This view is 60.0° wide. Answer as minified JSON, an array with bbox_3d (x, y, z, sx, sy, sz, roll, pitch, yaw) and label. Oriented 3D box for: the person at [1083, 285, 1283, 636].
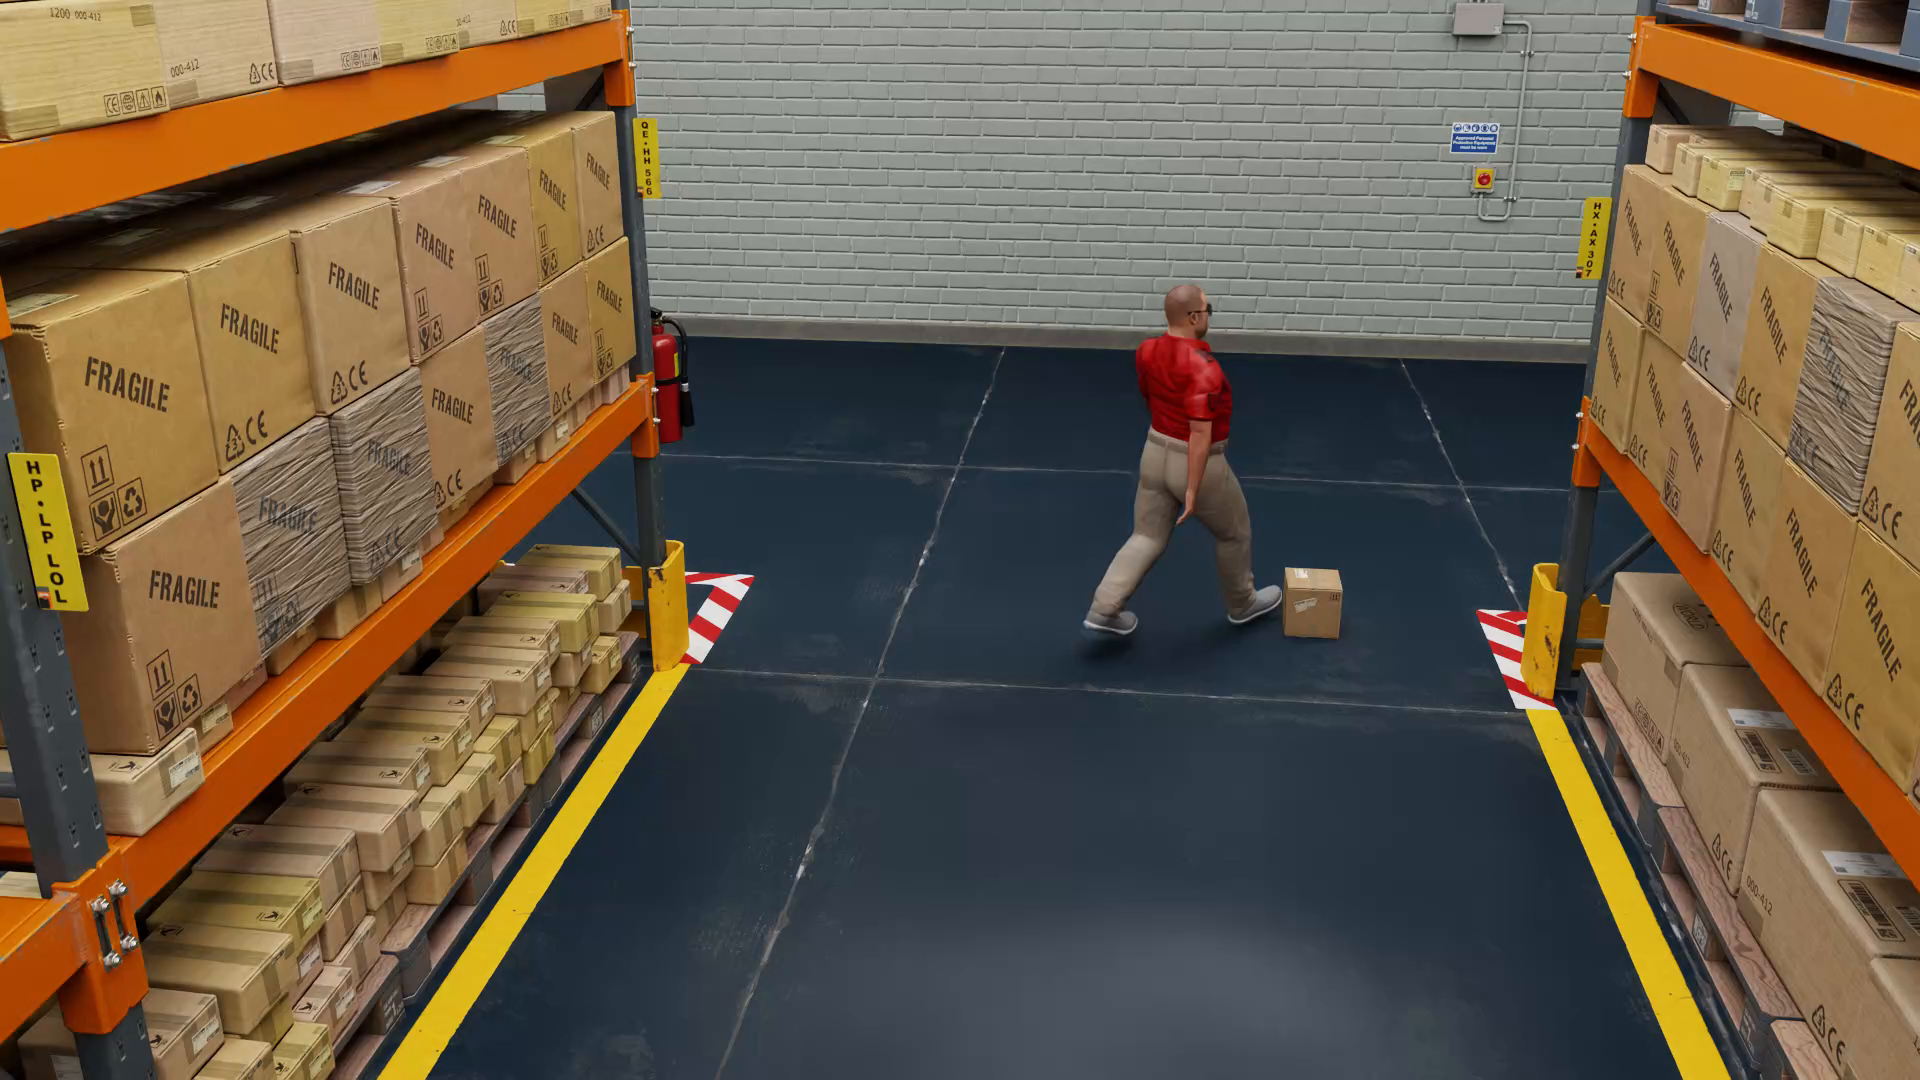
[{"bbox_3d":[1.057,-0.357,7.570,1.056,1.666,0.542,-18,27,-39],"label":"person"}]
